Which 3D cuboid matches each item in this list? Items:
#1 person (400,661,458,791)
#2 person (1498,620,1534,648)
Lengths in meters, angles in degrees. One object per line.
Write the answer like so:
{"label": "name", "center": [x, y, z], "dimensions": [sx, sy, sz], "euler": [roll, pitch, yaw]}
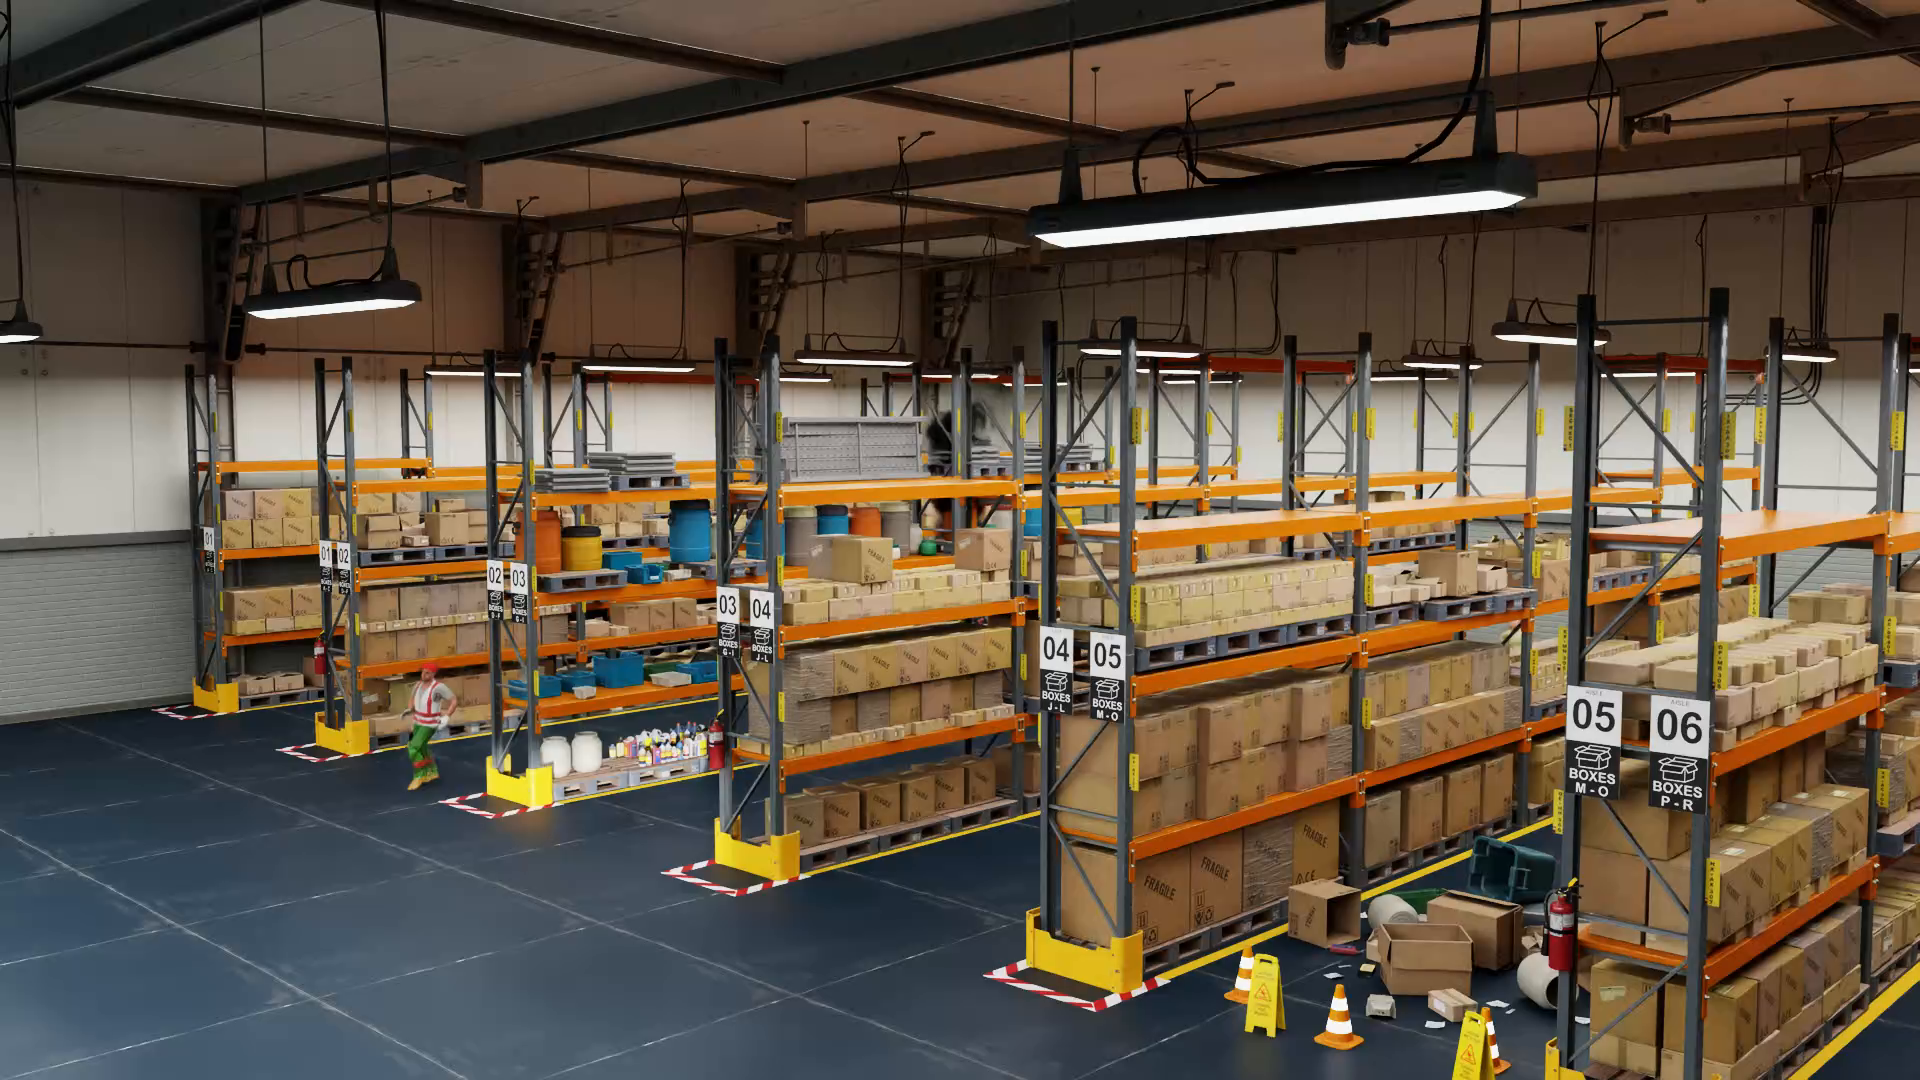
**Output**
{"label": "person", "center": [-7.314, 2.546, 22.820], "dimensions": [0.719, 1.780, 0.678], "euler": [3, 5, 34]}
{"label": "person", "center": [9.616, 2.117, 28.826], "dimensions": [0.581, 1.643, 0.954], "euler": [2, 5, 22]}
